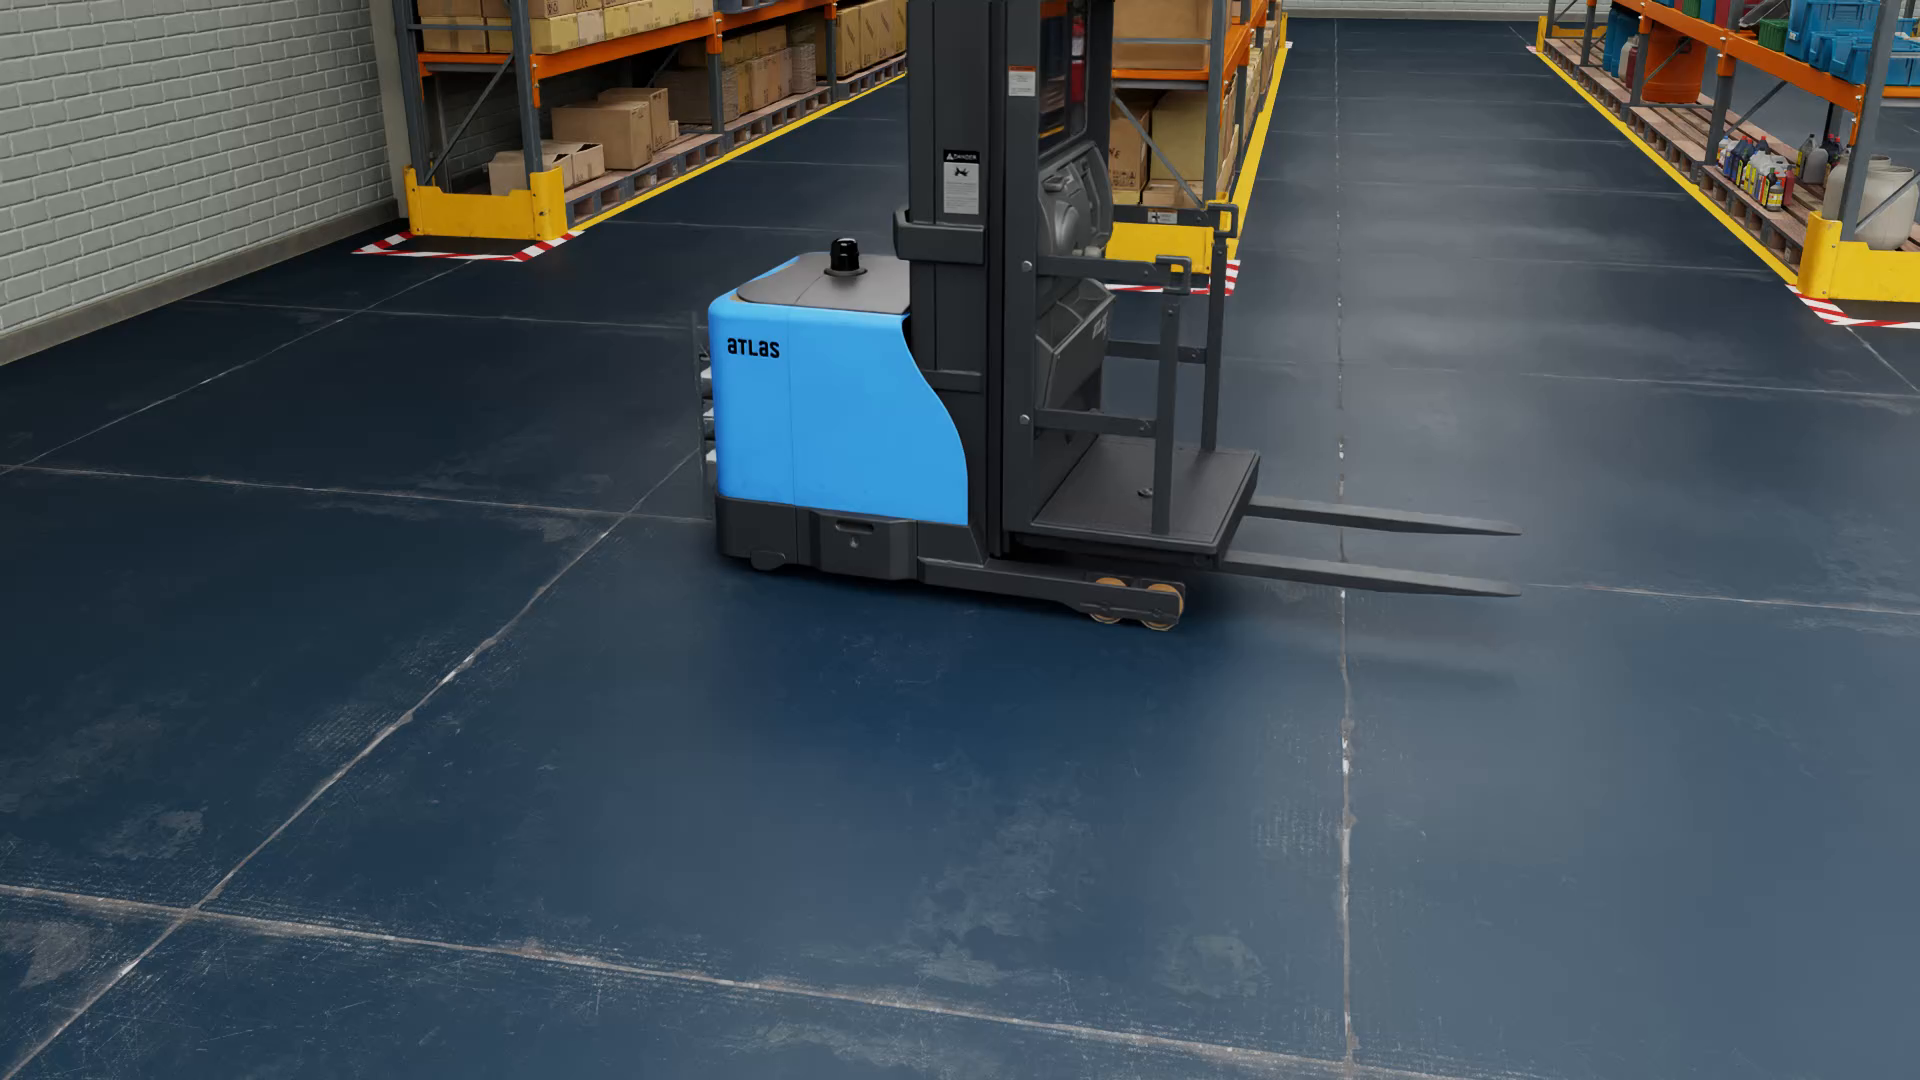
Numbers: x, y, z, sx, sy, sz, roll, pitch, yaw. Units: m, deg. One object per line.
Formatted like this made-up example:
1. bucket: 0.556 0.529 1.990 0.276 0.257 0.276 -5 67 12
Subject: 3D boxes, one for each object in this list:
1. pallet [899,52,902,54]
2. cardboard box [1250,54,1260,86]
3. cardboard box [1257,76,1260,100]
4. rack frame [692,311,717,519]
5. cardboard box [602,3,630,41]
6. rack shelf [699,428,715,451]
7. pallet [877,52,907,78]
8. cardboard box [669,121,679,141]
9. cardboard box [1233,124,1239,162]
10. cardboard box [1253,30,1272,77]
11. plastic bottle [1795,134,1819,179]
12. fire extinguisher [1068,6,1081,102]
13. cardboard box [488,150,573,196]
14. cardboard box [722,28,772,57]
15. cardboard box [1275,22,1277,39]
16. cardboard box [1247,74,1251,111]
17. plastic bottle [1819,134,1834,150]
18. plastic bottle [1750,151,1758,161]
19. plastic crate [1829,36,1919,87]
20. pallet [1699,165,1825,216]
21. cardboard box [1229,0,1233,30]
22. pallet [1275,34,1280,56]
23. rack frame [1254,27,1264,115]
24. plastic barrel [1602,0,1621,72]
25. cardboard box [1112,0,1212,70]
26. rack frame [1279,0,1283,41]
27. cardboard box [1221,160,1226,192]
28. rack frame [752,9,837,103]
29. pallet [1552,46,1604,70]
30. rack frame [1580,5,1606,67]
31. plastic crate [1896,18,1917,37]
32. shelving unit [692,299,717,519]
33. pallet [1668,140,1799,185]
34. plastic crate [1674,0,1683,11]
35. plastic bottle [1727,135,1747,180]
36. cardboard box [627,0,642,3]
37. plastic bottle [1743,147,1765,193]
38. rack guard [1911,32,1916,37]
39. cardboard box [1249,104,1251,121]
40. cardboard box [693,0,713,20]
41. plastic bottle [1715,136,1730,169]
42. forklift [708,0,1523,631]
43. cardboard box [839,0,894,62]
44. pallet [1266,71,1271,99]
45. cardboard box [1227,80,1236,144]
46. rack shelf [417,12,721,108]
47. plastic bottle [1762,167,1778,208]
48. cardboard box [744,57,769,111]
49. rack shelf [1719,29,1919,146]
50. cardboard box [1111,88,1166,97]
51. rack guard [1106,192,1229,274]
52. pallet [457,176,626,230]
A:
1. pallet: -0.914 -7.063 24.108 1.003 0.211 1.213 4 22 11
2. cardboard box: 2.923 -5.024 17.680 0.500 0.311 0.500 4 22 10
3. cardboard box: 3.019 -4.953 18.256 0.500 0.250 0.500 5 22 12
4. rack frame: -0.973 -0.499 6.886 0.240 0.900 0.006 7 23 17
5. cardboard box: -2.982 -4.166 13.357 0.500 0.250 0.500 4 22 10
6. rack shelf: -0.941 -0.421 7.022 0.258 0.077 0.200 7 23 17
7. pallet: -1.230 -6.503 22.717 1.003 0.211 1.213 4 22 11
8. cardboard box: -2.858 -3.850 15.602 0.380 0.166 0.250 2 22 4
9. cardboard box: 2.191 -3.515 14.685 0.500 0.250 0.500 4 22 11
10. cardboard box: 3.571 -6.001 20.495 0.500 0.500 0.500 4 22 9
11. plastic bottle: 6.930 -3.132 13.572 0.144 0.351 0.185 4 22 11
12. fire extinguisher: 0.777 -3.276 11.075 0.296 0.674 0.183 4 22 11
13. cardboard box: -3.365 -2.899 13.046 0.500 0.311 0.500 2 22 5
14. cardboard box: -2.336 -5.354 17.886 0.500 0.250 0.500 4 22 11
15. cardboard box: 4.427 -7.537 24.644 0.500 0.250 0.500 4 22 11
16. cardboard box: 2.507 -4.276 15.825 0.500 0.311 0.500 4 22 10
17. plastic bottle: 7.071 -3.121 13.545 0.144 0.351 0.185 4 22 9
18. plastic bottle: 6.317 -2.952 13.233 0.097 0.271 0.097 0 22 0
19. plastic crate: 5.913 -3.077 10.678 0.499 0.251 0.616 4 22 11
20. pallet: 6.742 -2.867 13.690 1.003 0.211 1.213 4 22 11
21. cardboard box: 1.987 -4.666 14.290 0.700 0.500 0.500 4 22 10
22. pallet: 4.343 -7.558 25.337 1.003 0.211 1.213 4 22 11
23. rack frame: 2.888 -6.245 18.345 1.000 3.000 0.127 4 22 11
24. plastic barrel: 8.425 -6.353 20.859 0.600 0.901 0.708 4 22 11
25. cardboard box: 1.363 -3.535 11.483 0.700 0.500 0.500 4 22 11
26. rack frame: 4.520 -9.171 25.609 1.000 3.000 0.127 4 22 11
27. cardboard box: 1.784 -2.784 12.869 0.500 0.250 0.500 4 22 11
28. rack frame: -1.962 -6.621 19.279 1.000 3.000 0.127 4 22 11
29. pallet: 8.911 -6.755 23.343 1.003 0.211 1.213 4 22 11
30. rack frame: 8.553 -7.329 21.036 1.000 3.000 0.127 4 22 11
31. plastic crate: 6.960 -3.909 12.743 0.499 0.251 0.616 4 22 11
32. shelving unit: -0.942 -0.535 6.976 0.258 0.900 0.210 7 23 17
33. pallet: 7.042 -3.400 15.013 1.003 0.211 1.213 4 22 11
34. plastic crate: 7.107 -5.328 15.982 0.402 0.464 0.583 4 22 11
35. plastic bottle: 6.349 -3.115 13.530 0.144 0.351 0.185 5 22 12
36. cardboard box: -2.887 -4.693 13.661 0.500 0.500 0.500 5 23 13
37. plastic bottle: 6.224 -2.890 12.972 0.144 0.351 0.185 4 22 10
38. rack guard: 14.223 -7.264 24.220 1.175 0.500 0.348 4 22 11
39. cardboard box: 2.605 -4.207 16.402 0.500 0.250 0.500 4 22 9
40. cardboard box: -2.578 -4.902 15.184 0.500 0.250 0.500 5 22 11
41. plastic bottle: 6.426 -3.259 13.993 0.097 0.271 0.097 0 22 0
42. forklift: 0.614 -1.254 6.043 3.031 2.935 1.130 7 23 17
43. cardboard box: -1.330 -6.709 21.812 0.750 0.750 0.750 5 23 13
44. pallet: 3.329 -5.667 20.641 1.003 0.211 1.213 4 22 11
45. cardboard box: 1.979 -3.498 13.639 0.500 0.500 0.500 4 22 11
46. rack shelf: -3.186 -4.093 13.965 1.077 0.370 4.000 4 22 11
47. plastic bottle: 6.056 -2.634 12.425 0.061 0.283 0.133 5 22 12
48. cardboard box: -2.444 -4.850 17.637 0.700 0.500 0.500 5 22 12
49. rack shelf: 6.512 -3.338 12.090 1.077 0.370 4.000 4 22 11
50. cardboard box: 1.367 -3.355 13.283 0.500 0.500 0.500 4 22 11
51. rack guard: 1.251 -2.151 11.525 1.175 0.500 0.348 4 22 11
52. pallet: -3.379 -2.724 13.335 1.003 0.211 1.213 4 22 11
